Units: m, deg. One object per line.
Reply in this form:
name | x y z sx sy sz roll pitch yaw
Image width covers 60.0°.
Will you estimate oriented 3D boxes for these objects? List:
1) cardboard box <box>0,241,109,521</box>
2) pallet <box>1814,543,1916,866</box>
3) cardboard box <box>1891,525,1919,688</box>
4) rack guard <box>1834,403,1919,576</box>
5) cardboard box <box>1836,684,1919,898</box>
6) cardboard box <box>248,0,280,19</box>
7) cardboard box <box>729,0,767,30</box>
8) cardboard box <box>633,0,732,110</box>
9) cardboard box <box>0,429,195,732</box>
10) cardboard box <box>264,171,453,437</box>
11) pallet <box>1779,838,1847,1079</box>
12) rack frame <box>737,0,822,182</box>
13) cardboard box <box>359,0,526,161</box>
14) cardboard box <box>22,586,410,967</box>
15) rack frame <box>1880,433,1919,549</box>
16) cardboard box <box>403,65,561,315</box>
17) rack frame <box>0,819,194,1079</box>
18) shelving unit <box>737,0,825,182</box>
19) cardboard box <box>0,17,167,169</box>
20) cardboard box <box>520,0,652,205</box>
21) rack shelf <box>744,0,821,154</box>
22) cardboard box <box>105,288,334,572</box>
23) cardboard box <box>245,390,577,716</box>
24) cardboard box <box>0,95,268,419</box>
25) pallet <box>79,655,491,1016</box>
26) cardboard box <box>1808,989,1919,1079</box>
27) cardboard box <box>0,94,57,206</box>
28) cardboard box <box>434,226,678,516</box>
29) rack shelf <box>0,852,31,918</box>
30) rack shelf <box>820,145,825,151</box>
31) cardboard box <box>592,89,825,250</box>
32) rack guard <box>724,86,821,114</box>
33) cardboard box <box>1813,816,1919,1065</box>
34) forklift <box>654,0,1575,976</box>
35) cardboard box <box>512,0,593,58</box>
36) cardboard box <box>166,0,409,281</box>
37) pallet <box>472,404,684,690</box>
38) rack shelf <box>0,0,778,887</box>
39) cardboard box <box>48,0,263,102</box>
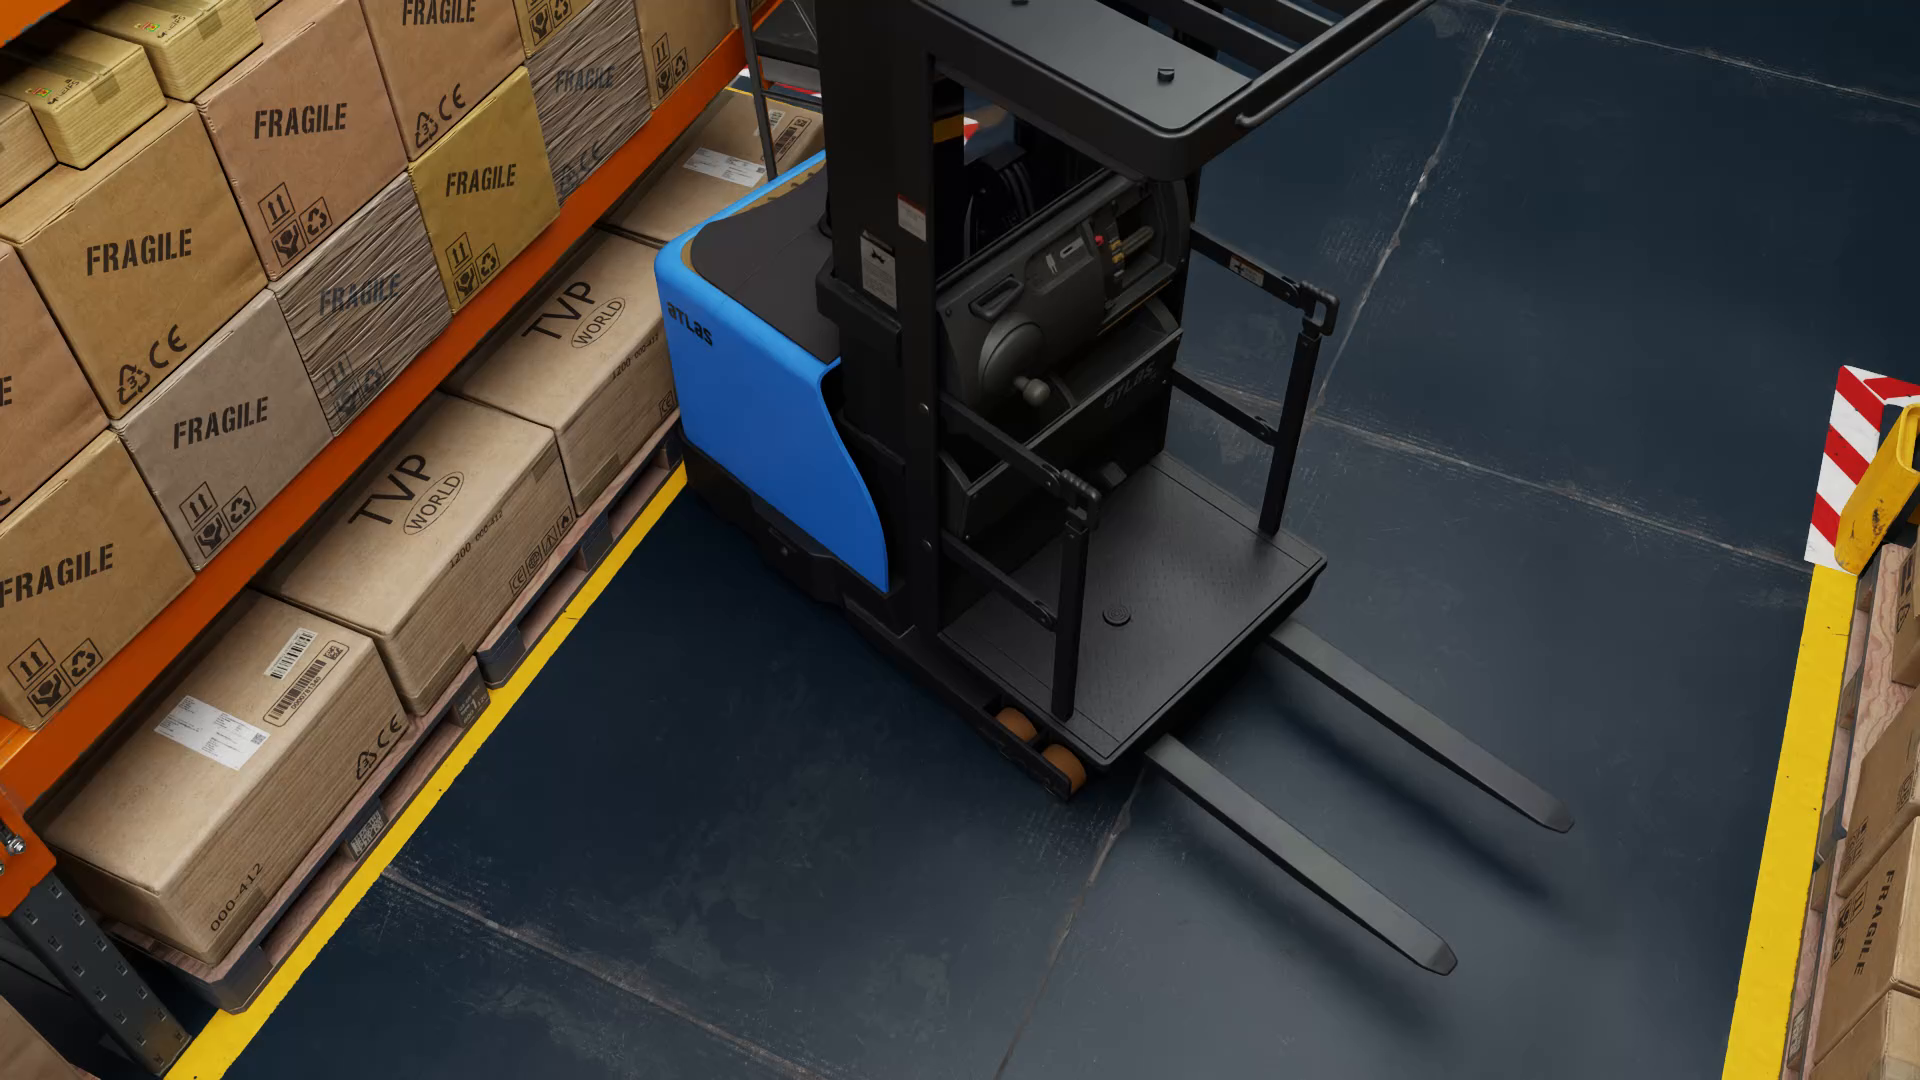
cardboard box | -2.167 -0.323 3.333 0.500 0.500 0.500 20 53 16
pallet | 3.237 0.646 5.062 1.003 0.211 1.213 20 52 16
cardboard box | 3.262 0.204 4.970 0.797 0.503 0.637 18 52 15
rack guard | 3.577 0.003 5.419 1.175 0.500 0.348 20 52 16
cardboard box | 2.862 0.781 4.482 0.700 0.500 0.500 22 53 18
cardboard box | -1.719 -1.313 3.750 0.380 0.149 0.250 20 52 16
cardboard box | -0.847 -2.086 5.490 0.500 0.500 0.500 20 53 16
cardboard box | -1.075 -1.745 5.200 0.500 0.500 0.500 19 52 15
cardboard box | -2.152 0.012 3.704 0.500 0.500 0.500 21 53 17
cardboard box | -1.715 -0.673 4.288 0.500 0.500 0.500 20 53 16
pallet | 2.714 1.483 4.350 1.003 0.211 1.213 20 52 16
rack frame | -0.517 -1.460 5.560 0.400 2.100 0.015 18 53 18
cardboard box | -1.499 -1.364 4.219 0.500 0.500 0.500 19 52 16
cardboard box | -2.224 0.579 4.694 0.875 0.438 0.875 19 52 16
rack frame | 3.609 -0.859 4.512 1.000 3.000 0.127 20 52 16
cardboard box | -1.495 -1.028 4.590 0.500 0.500 0.500 21 53 17
rack frame | -2.589 0.282 3.540 1.000 3.000 0.127 20 52 16
shelving unit | -0.413 -1.632 5.698 0.431 2.100 0.503 18 53 18
cardboard box | -1.892 -0.940 3.432 0.380 0.149 0.250 19 52 16
cardboard box | -1.286 -1.388 4.896 0.500 0.500 0.500 21 53 17
rack shelf | -0.412 -1.623 5.709 0.431 0.518 0.480 18 53 18
cardboard box | -1.933 -0.333 3.998 0.500 0.500 0.500 20 53 16
cardboard box | -1.842 -0.037 5.219 0.875 0.438 0.875 18 52 15
cardboard box | -1.946 -0.669 3.627 0.500 0.500 0.500 19 52 16
pallet | -2.194 0.688 5.026 1.003 0.211 1.213 20 52 16
cardboard box | 2.418 1.496 3.873 0.700 0.500 0.500 18 52 15
cardboard box | -2.054 -0.789 3.303 0.380 0.149 0.250 19 52 16
cardboard box | -1.455 -0.658 5.747 0.875 0.438 0.875 21 53 17
rack shelf | -3.444 1.893 2.642 1.077 0.370 4.000 20 52 16
rack shelf | -0.374 -1.171 6.242 0.431 0.518 0.480 18 53 18
cardboard box | -1.072 -1.291 6.285 0.875 0.438 0.875 18 52 15
rack guard | -0.870 -1.678 6.850 1.175 0.500 0.348 20 52 16
cardboard box | 2.545 1.112 4.200 0.500 0.500 0.500 21 53 17
forklift | 0.449 -0.619 4.352 3.031 2.935 1.130 36 59 27
cardboard box | -1.282 -1.710 4.513 0.500 0.500 0.500 20 52 16
cardboard box | -1.716 -1.018 3.924 0.500 0.500 0.500 21 53 17
pallet | -1.674 -0.155 5.743 1.003 0.211 1.213 20 52 16
rack shelf | -1.735 -0.862 4.986 1.077 0.370 4.000 20 52 16
cardboard box | -1.753 -1.113 3.580 0.380 0.149 0.250 18 52 15
